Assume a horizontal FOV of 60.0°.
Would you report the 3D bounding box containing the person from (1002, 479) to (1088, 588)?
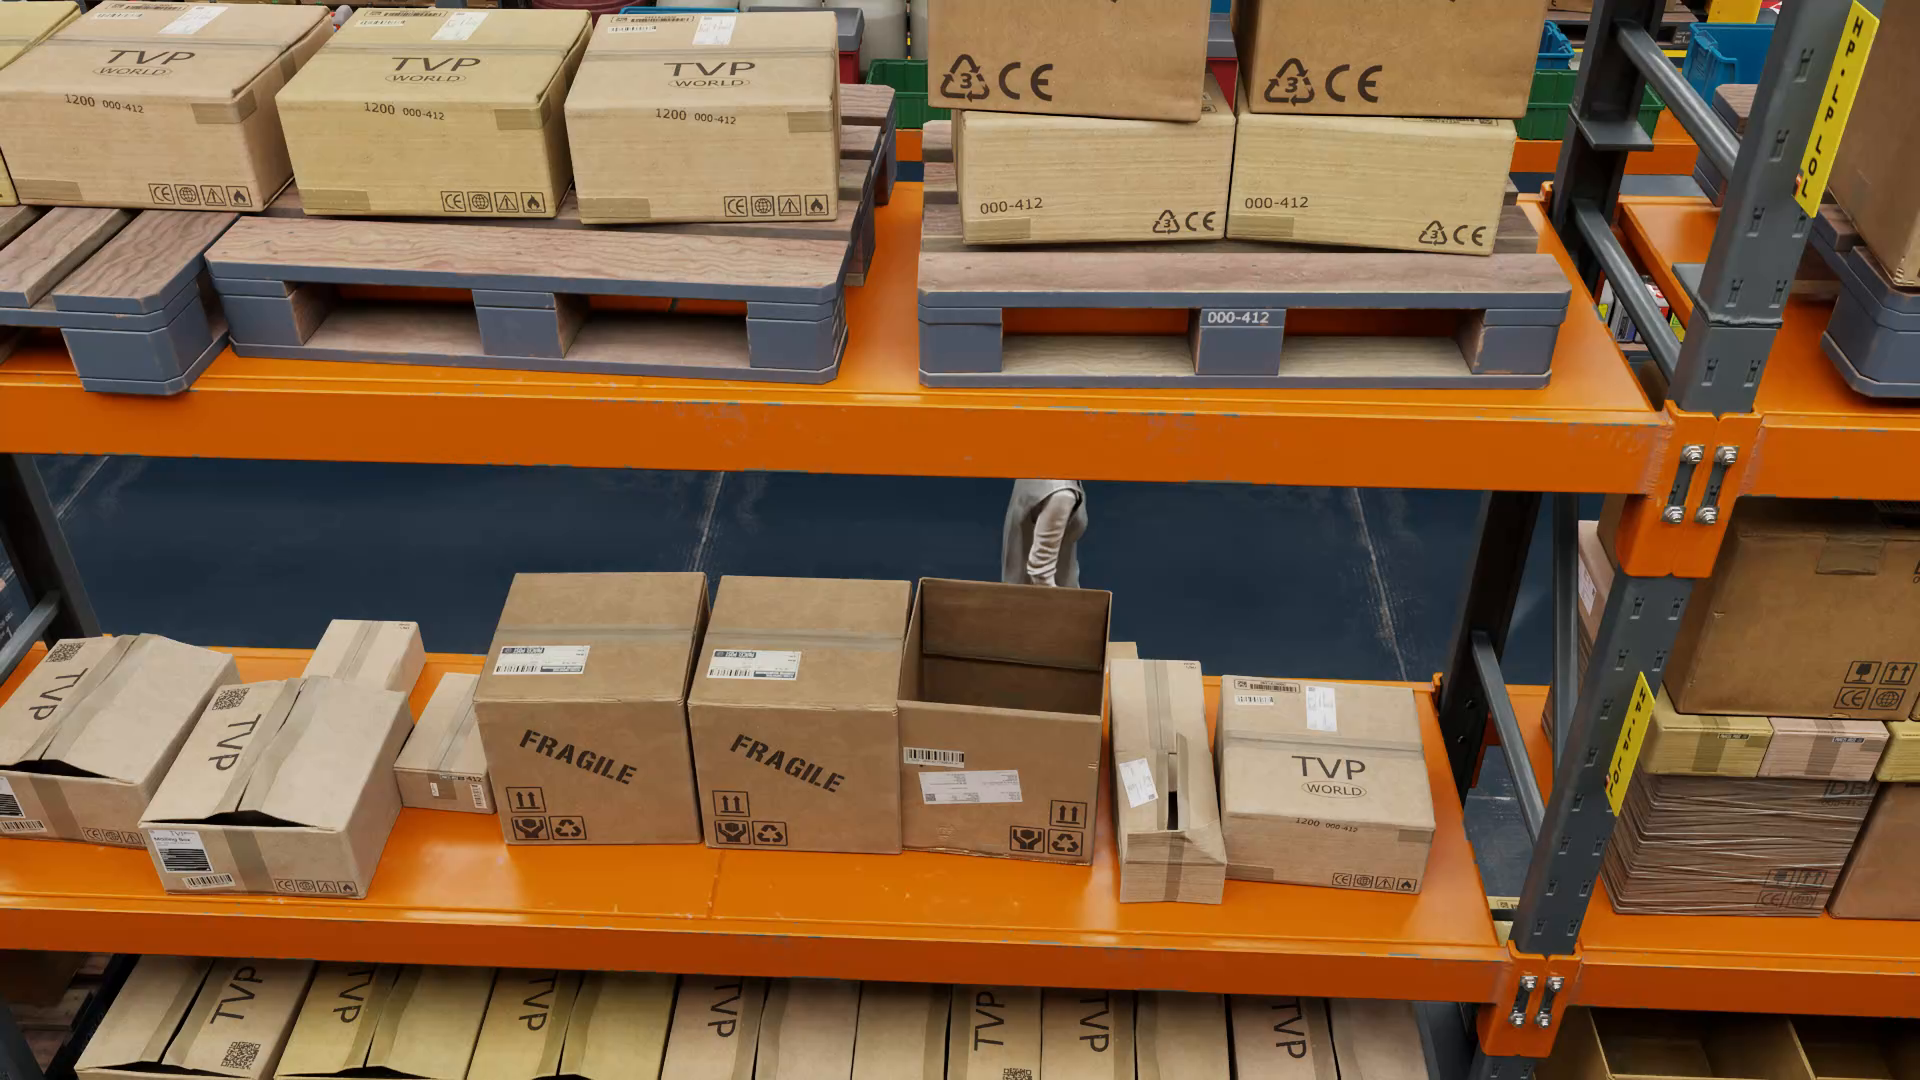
[{"bbox_3d":[0.320,0.186,5.902,0.347,1.593,0.465,2,36,2],"label":"person"}]
